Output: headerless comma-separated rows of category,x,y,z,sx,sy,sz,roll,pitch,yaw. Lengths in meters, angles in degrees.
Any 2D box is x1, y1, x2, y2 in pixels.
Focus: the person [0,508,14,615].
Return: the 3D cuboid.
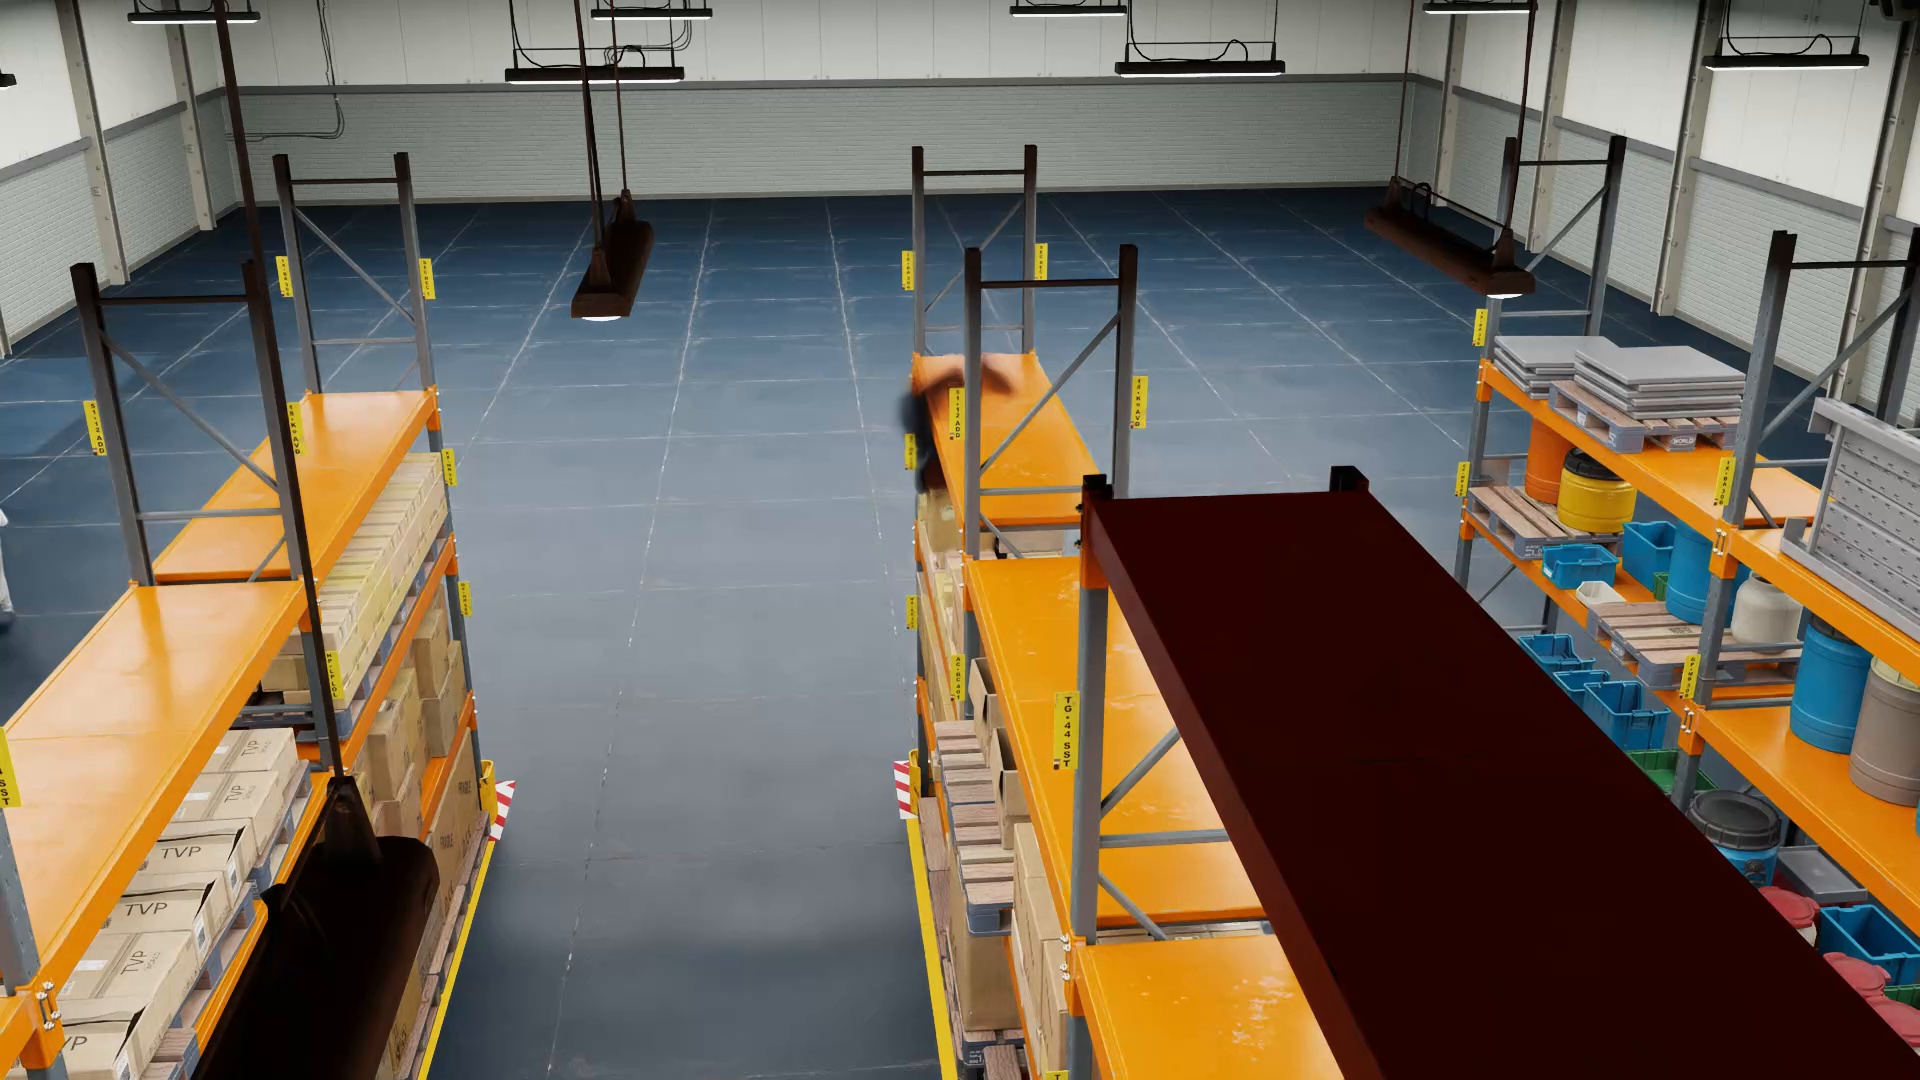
person,-11.267,0.068,19.159,0.623,1.692,0.939,-13,25,-29
